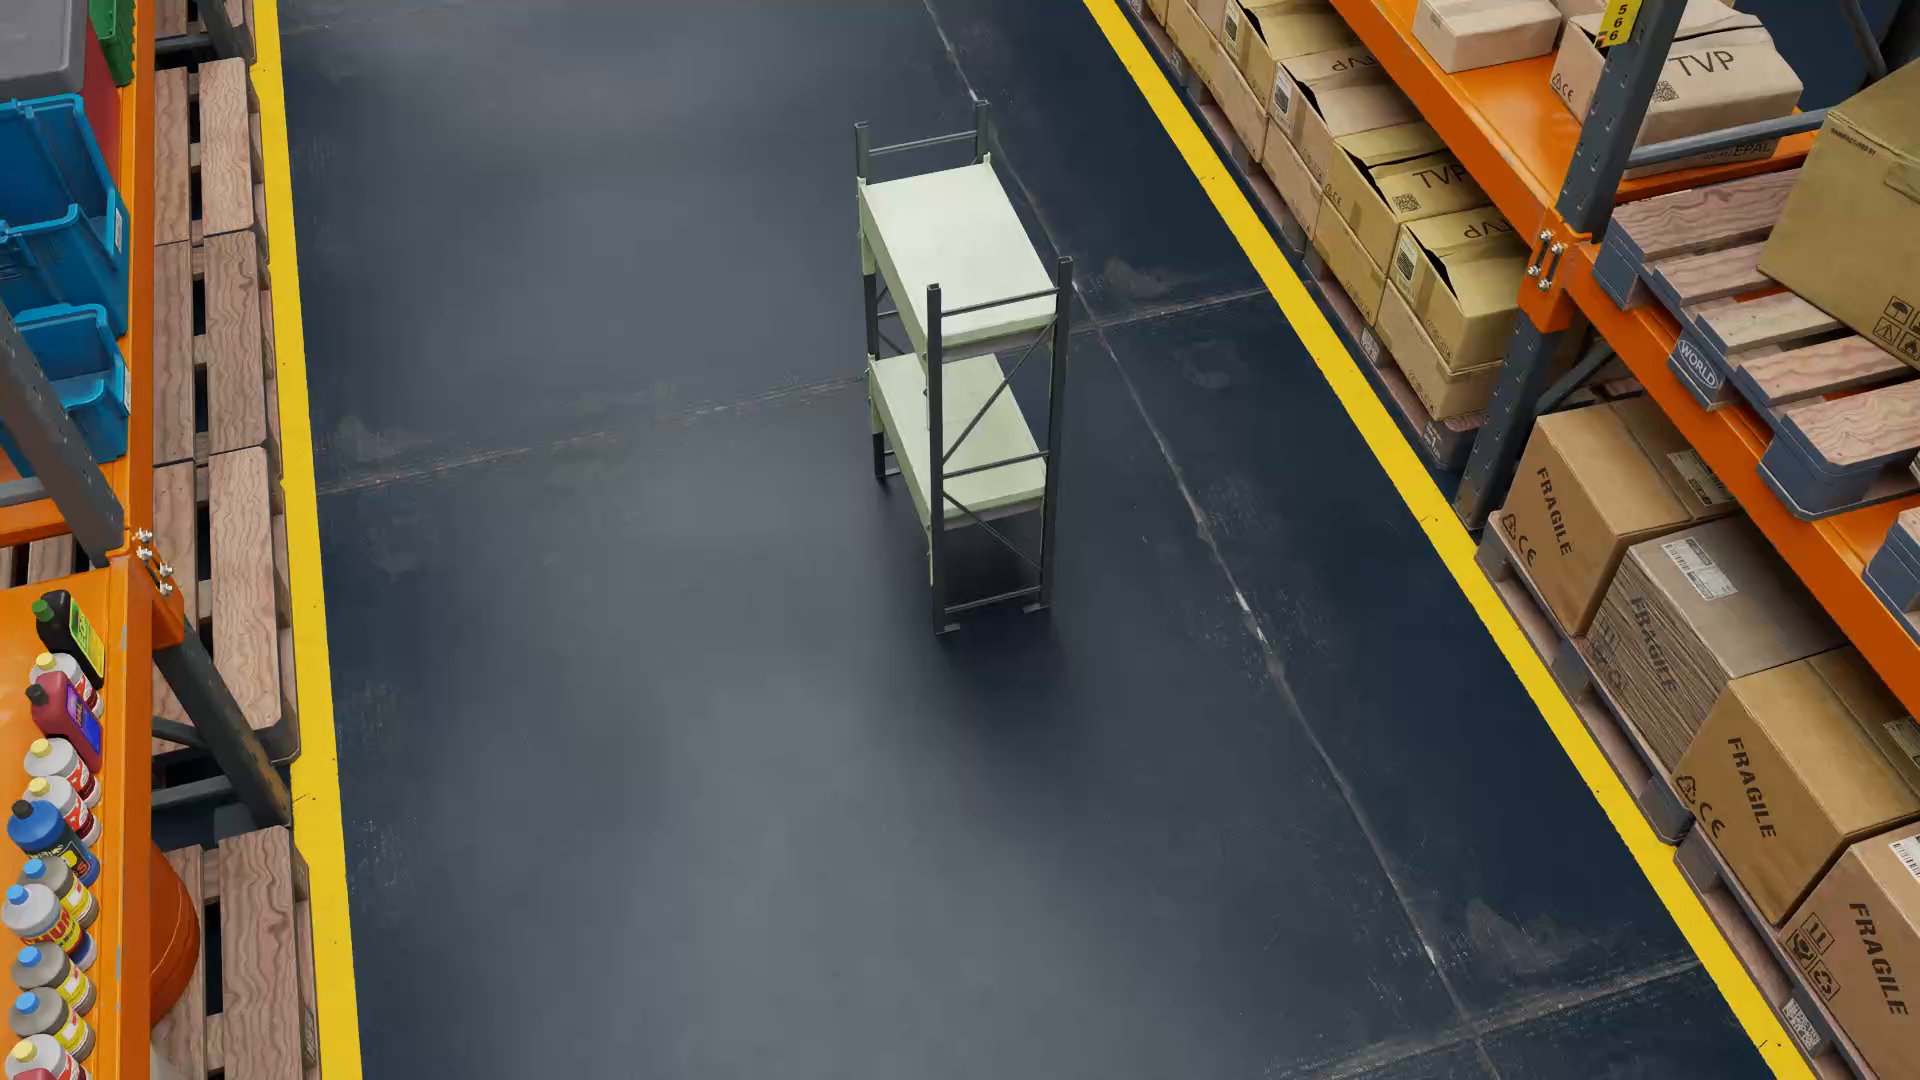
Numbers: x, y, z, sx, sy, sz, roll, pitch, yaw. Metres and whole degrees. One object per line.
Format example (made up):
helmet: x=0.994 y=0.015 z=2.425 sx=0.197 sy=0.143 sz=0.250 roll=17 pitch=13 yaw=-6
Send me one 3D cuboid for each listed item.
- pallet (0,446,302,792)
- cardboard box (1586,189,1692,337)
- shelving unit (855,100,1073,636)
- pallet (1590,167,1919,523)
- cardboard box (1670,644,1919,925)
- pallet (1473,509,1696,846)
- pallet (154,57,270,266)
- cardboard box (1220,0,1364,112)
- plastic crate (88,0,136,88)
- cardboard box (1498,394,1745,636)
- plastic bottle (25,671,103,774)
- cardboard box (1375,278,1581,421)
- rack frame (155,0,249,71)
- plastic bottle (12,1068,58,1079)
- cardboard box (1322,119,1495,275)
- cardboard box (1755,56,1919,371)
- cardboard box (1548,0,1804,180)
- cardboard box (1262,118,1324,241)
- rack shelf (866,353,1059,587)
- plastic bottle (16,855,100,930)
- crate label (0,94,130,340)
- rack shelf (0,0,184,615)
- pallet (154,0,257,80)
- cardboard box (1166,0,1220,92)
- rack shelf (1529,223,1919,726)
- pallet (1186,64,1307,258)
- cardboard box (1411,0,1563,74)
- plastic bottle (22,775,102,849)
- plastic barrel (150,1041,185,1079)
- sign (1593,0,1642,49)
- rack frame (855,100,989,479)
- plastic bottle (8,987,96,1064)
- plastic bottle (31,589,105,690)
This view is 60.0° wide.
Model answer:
pallet: x=-2.703 y=0.293 z=5.365 sx=1.003 sy=0.211 sz=1.213 roll=-13 pitch=51 yaw=-11
cardboard box: x=2.348 y=-1.027 z=5.811 sx=0.500 sy=0.311 sz=0.500 roll=-12 pitch=51 yaw=-10
shelving unit: x=-0.002 y=-0.488 z=5.181 sx=0.431 sy=1.500 sz=0.755 roll=-13 pitch=51 yaw=-11
pallet: x=2.490 y=-0.607 z=4.426 sx=1.213 sy=0.211 sz=1.003 roll=-13 pitch=51 yaw=-11
cardboard box: x=2.388 y=0.661 z=4.578 sx=0.500 sy=0.500 sz=0.500 roll=-14 pitch=51 yaw=-11
pallet: x=2.407 y=0.304 z=5.356 sx=1.003 sy=0.211 sz=1.213 roll=-13 pitch=51 yaw=-11
pallet: x=-3.424 y=-1.489 z=6.867 sx=1.003 sy=0.211 sz=1.213 roll=-13 pitch=51 yaw=-11
cardboard box: x=1.380 y=-2.019 z=6.647 sx=0.500 sy=0.311 sz=0.500 roll=-12 pitch=51 yaw=-10
plastic crate: x=-2.909 y=-1.676 z=5.340 sx=0.450 sy=0.188 sz=0.662 roll=-13 pitch=51 yaw=-11
cardboard box: x=2.084 y=-0.087 z=5.209 sx=0.500 sy=0.500 sz=0.500 roll=-11 pitch=51 yaw=-9
plastic bottle: x=-1.915 y=0.374 z=3.549 sx=0.061 sy=0.283 sz=0.133 roll=-13 pitch=51 yaw=-11
cardboard box: x=1.834 y=-0.727 z=5.924 sx=0.500 sy=0.250 sz=0.500 roll=-12 pitch=51 yaw=-10
rack frame: x=-3.693 y=-2.953 z=6.277 sx=1.000 sy=3.000 sz=0.127 roll=-13 pitch=51 yaw=-11
plastic bottle: x=-1.645 y=1.040 z=2.988 sx=0.061 sy=0.283 sz=0.133 roll=-13 pitch=51 yaw=-11
cardboard box: x=1.672 y=-1.283 z=6.027 sx=0.500 sy=0.311 sz=0.500 roll=-14 pitch=51 yaw=-12
cardboard box: x=2.516 y=-0.882 z=4.191 sx=0.700 sy=0.500 sz=0.500 roll=-30 pitch=56 yaw=-23
cardboard box: x=2.157 y=-1.395 z=5.023 sx=0.500 sy=0.311 sz=0.500 roll=-10 pitch=51 yaw=-9
cardboard box: x=1.532 y=-1.470 z=6.551 sx=0.500 sy=0.250 sz=0.500 roll=-12 pitch=51 yaw=-10
rack shelf: x=-0.002 y=-0.278 z=5.430 sx=0.431 sy=0.370 sz=0.720 roll=-13 pitch=51 yaw=-11
plastic bottle: x=-1.812 y=0.702 z=3.326 sx=0.097 sy=0.201 sz=0.097 roll=0 pitch=50 yaw=0
crate label: x=-2.546 y=-0.829 z=4.464 sx=0.502 sy=0.435 sz=0.616 roll=-13 pitch=51 yaw=-11
rack shelf: x=-3.102 y=-1.260 z=5.321 sx=1.077 sy=0.370 sz=4.000 roll=-13 pitch=51 yaw=-11
pallet: x=-3.852 y=-2.554 z=7.765 sx=1.003 sy=0.211 sz=1.213 roll=-13 pitch=51 yaw=-11
cardboard box: x=1.228 y=-2.217 z=7.181 sx=0.500 sy=0.250 sz=0.500 roll=-15 pitch=51 yaw=-12
rack shelf: x=2.814 y=0.544 z=3.800 sx=1.077 sy=0.370 sz=4.000 roll=-13 pitch=51 yaw=-11
pallet: x=1.659 y=-1.749 z=7.087 sx=1.003 sy=0.211 sz=1.213 roll=-13 pitch=51 yaw=-11
cardboard box: x=1.692 y=-1.662 z=5.353 sx=0.380 sy=0.149 sz=0.250 roll=-13 pitch=51 yaw=-11
plastic bottle: x=-1.870 y=0.560 z=3.446 sx=0.097 sy=0.201 sz=0.097 roll=0 pitch=50 yaw=0
plastic barrel: x=-2.097 y=1.381 z=3.976 sx=0.421 sy=0.512 sz=0.421 roll=0 pitch=50 yaw=0
sign: x=1.693 y=-1.394 z=4.206 sx=0.100 sy=0.325 sz=0.005 roll=-13 pitch=51 yaw=-11
rack frame: x=-0.110 y=-0.756 z=5.406 sx=0.400 sy=1.500 sz=0.023 roll=-13 pitch=51 yaw=-11
plastic bottle: x=-1.726 y=0.915 z=3.146 sx=0.097 sy=0.201 sz=0.097 roll=0 pitch=50 yaw=0
plastic bottle: x=-1.983 y=0.205 z=3.691 sx=0.061 sy=0.283 sz=0.133 roll=-13 pitch=51 yaw=-11
